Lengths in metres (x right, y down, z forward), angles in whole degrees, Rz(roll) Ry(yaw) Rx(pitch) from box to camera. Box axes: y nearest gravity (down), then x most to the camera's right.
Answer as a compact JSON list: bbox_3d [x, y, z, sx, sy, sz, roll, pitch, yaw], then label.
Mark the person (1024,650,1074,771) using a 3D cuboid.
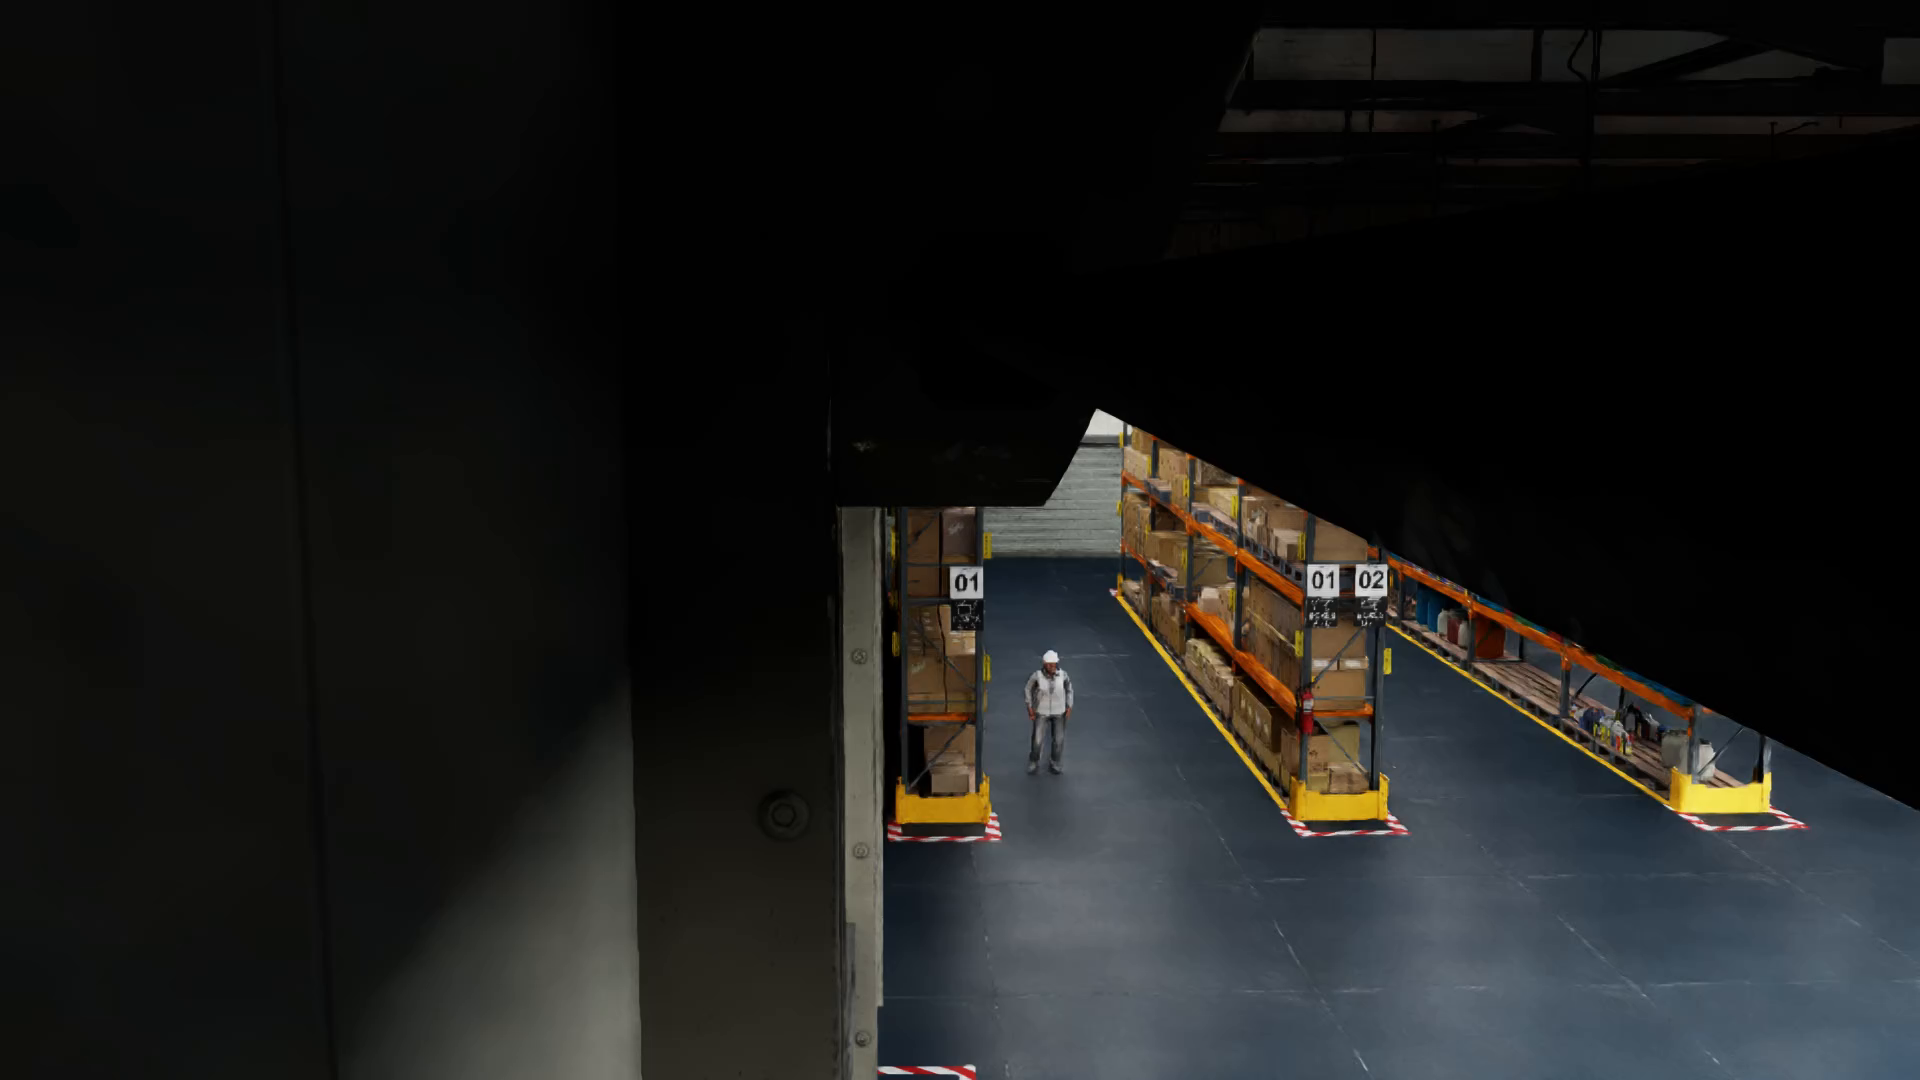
[{"bbox_3d":[1.208,2.322,22.586,0.677,1.726,0.574,-1,8,-5],"label":"person"}]
